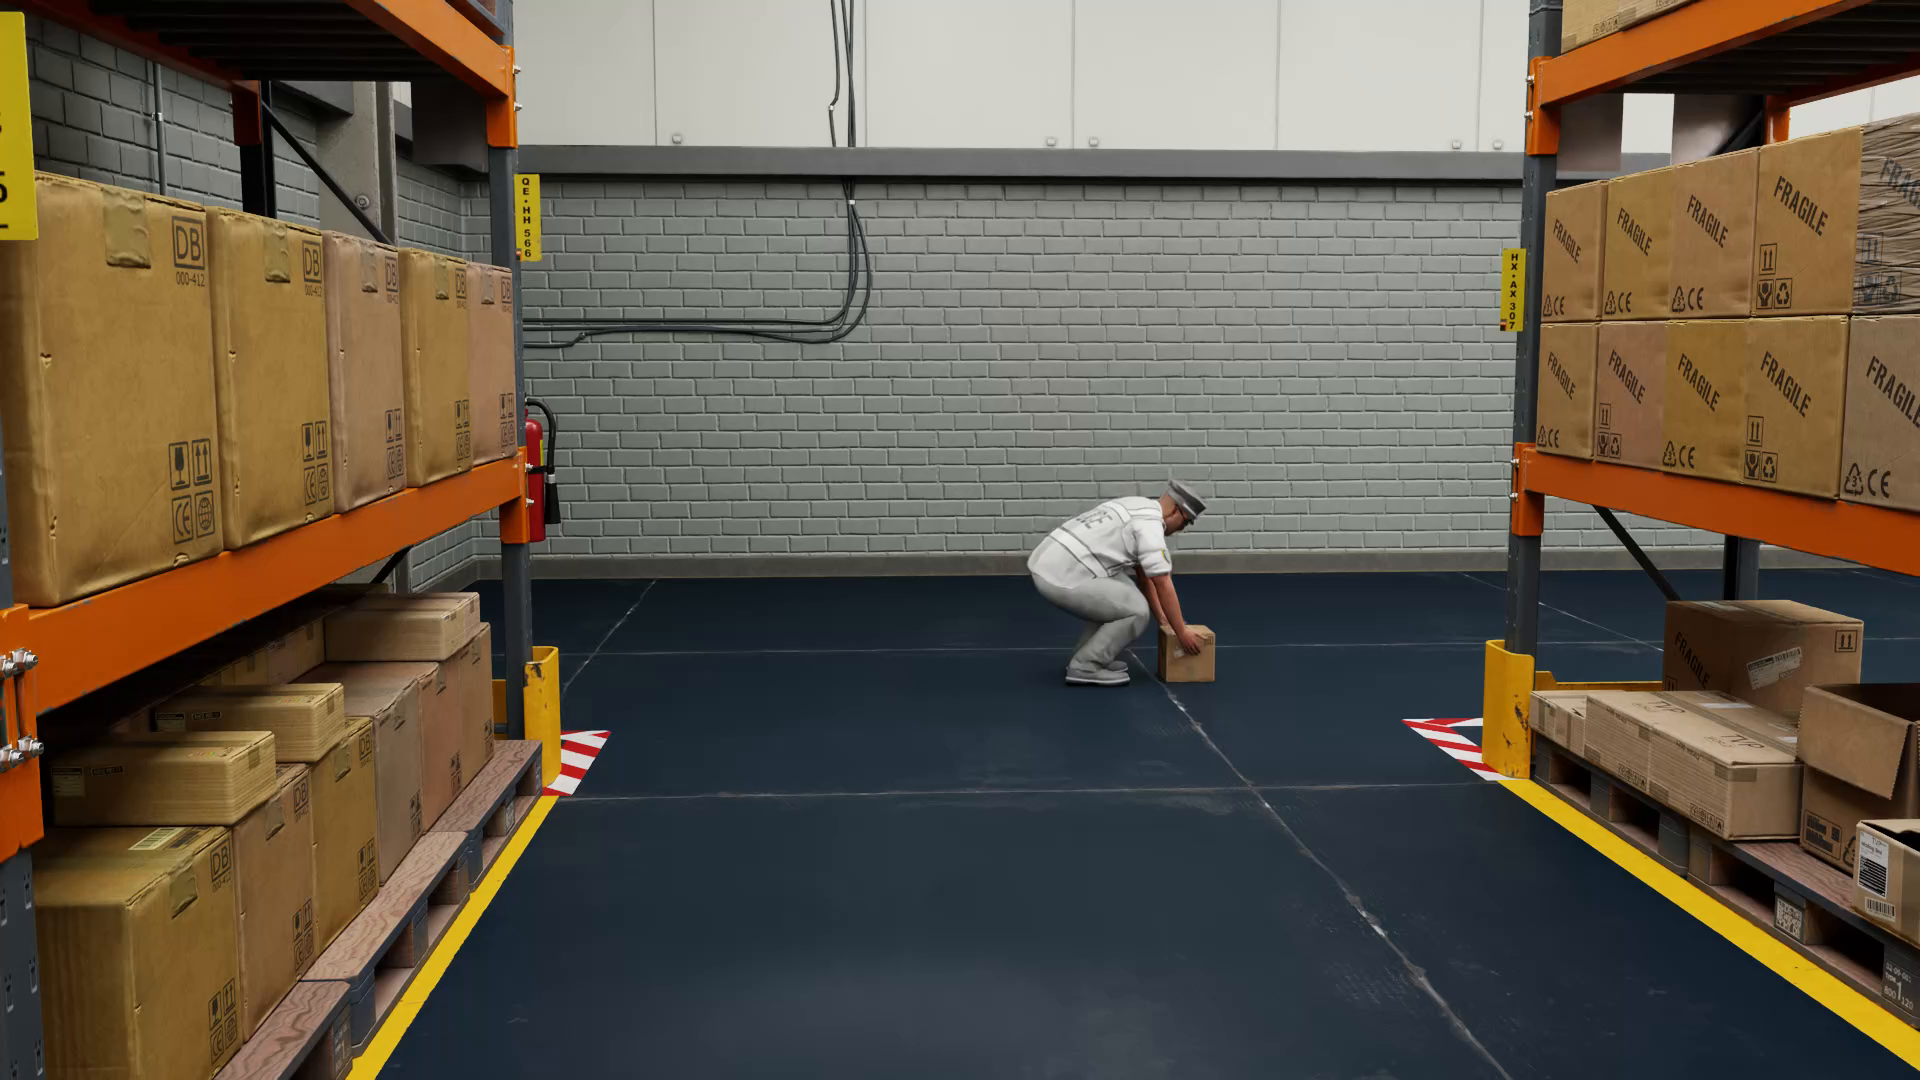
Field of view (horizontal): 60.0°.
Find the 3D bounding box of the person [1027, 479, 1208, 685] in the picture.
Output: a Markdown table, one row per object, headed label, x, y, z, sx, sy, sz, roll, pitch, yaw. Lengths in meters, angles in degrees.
| label | x | y | z | sx | sy | sz | roll | pitch | yaw |
| --- | --- | --- | --- | --- | --- | --- | --- | --- | --- |
| person | 0.816 | 0.205 | 8.569 | 0.942 | 1.030 | 0.570 | 0 | 7 | -4 |
